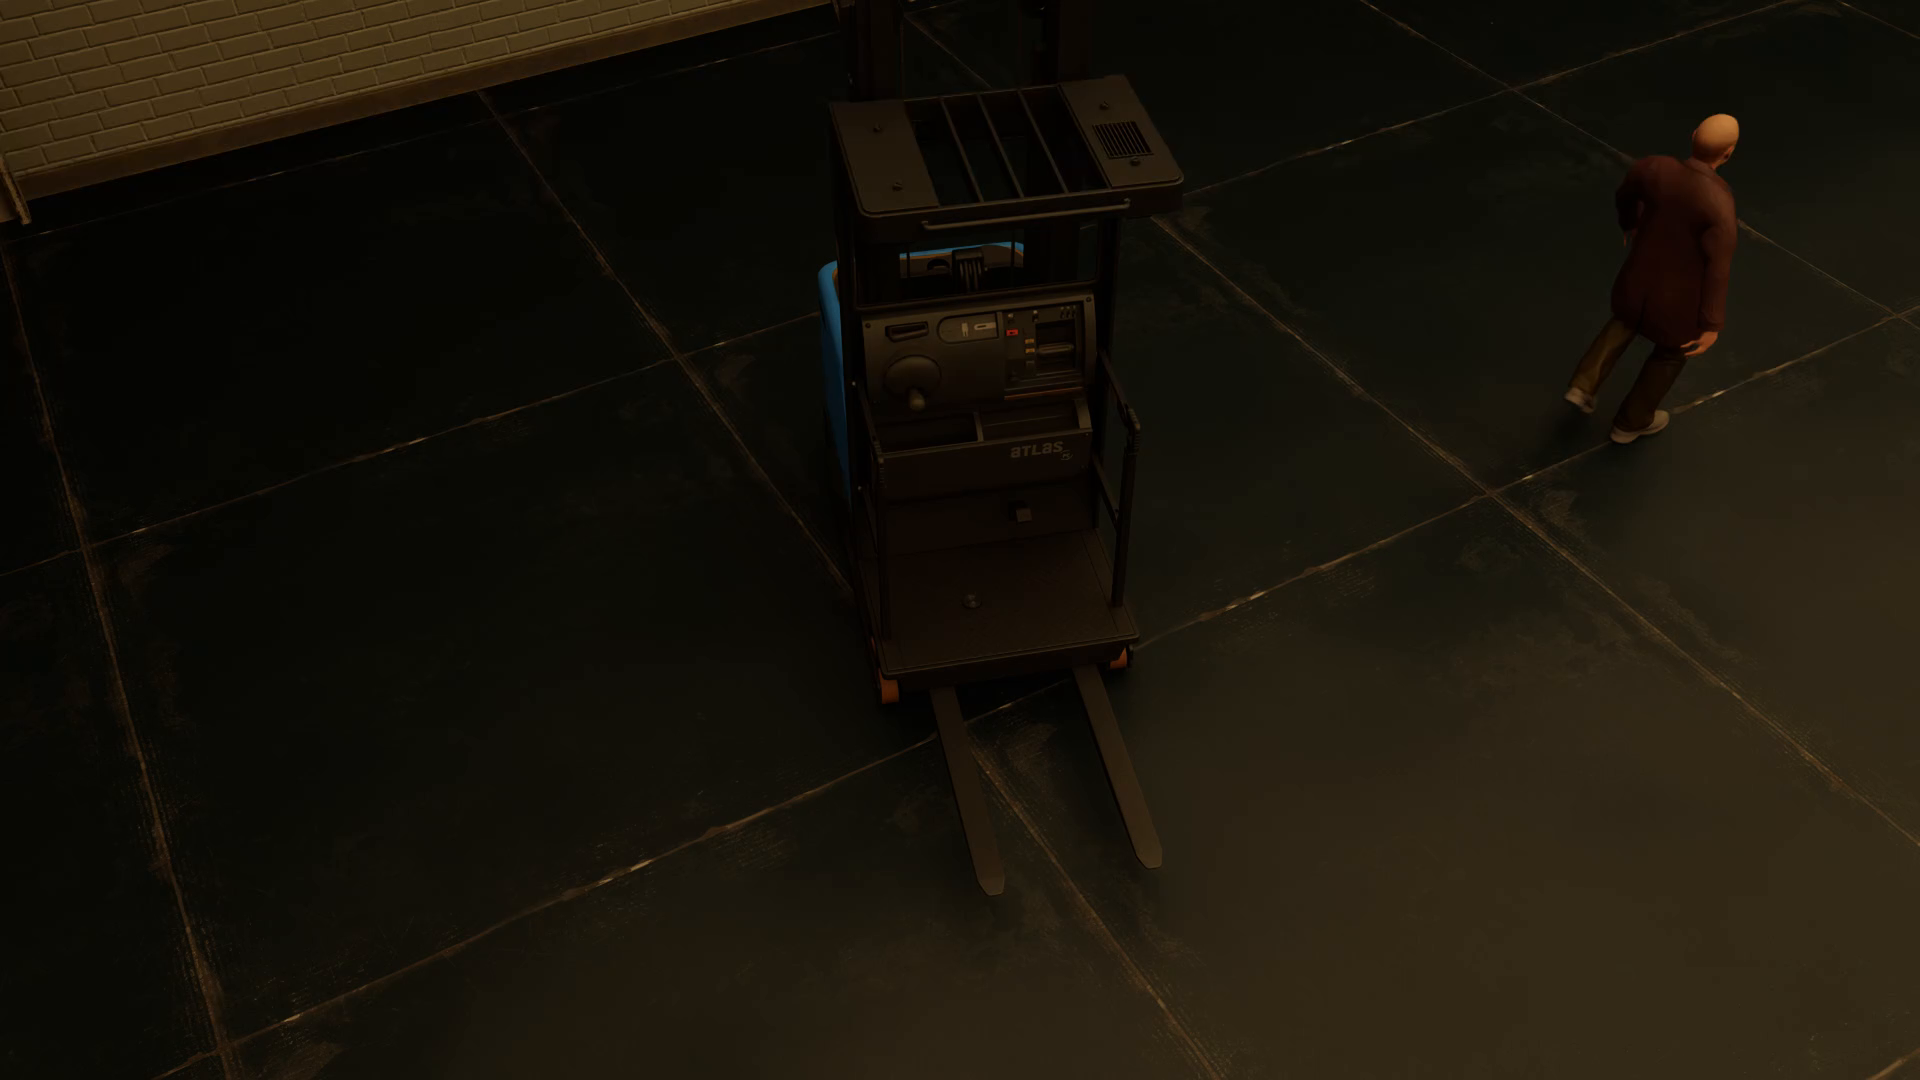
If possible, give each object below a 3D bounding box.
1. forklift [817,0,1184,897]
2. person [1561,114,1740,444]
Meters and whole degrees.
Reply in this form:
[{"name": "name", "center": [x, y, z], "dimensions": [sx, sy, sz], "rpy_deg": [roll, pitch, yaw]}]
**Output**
[{"name": "forklift", "center": [0.125, -0.655, 6.404], "dimensions": [1.130, 2.935, 3.031], "rpy_deg": [-8, 43, -8]}, {"name": "person", "center": [3.307, -1.201, 7.858], "dimensions": [0.598, 1.760, 0.826], "rpy_deg": [-26, 49, -25]}]
